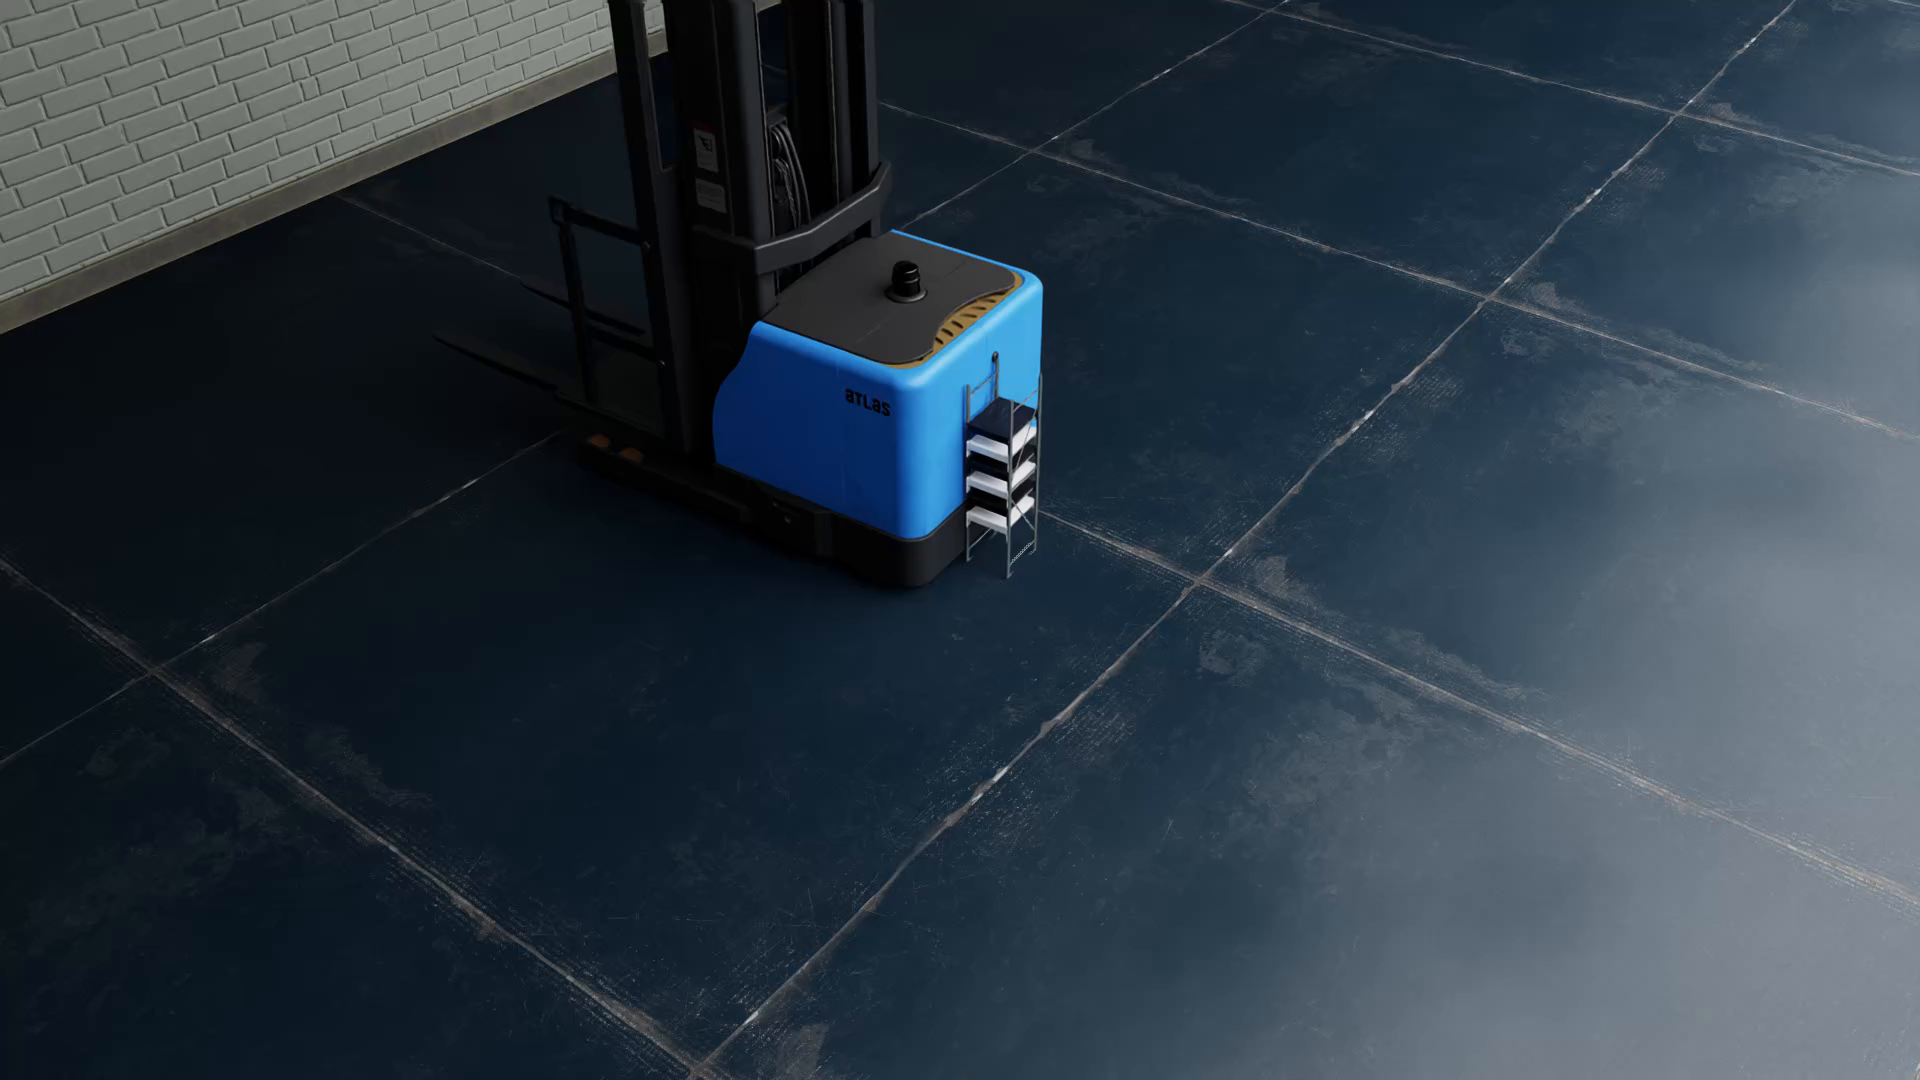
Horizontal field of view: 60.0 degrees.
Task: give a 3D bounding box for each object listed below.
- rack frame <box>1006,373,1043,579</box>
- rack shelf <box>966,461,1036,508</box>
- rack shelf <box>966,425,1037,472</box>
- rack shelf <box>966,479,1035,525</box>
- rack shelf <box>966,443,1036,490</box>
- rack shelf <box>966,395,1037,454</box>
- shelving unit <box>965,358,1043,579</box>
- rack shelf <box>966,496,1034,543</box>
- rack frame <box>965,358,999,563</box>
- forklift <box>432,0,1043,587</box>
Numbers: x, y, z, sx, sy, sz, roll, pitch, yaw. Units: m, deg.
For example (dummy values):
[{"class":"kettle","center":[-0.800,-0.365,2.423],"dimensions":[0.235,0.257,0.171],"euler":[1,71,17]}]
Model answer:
[{"class":"rack frame","center":[0.262,-0.250,6.840],"dimensions":[0.006,0.900,0.240],"euler":[22,43,25]},{"class":"rack shelf","center":[0.177,-0.258,6.904],"dimensions":[0.200,0.077,0.258],"euler":[22,43,25]},{"class":"rack shelf","center":[0.177,-0.400,6.793],"dimensions":[0.200,0.077,0.258],"euler":[22,43,25]},{"class":"rack shelf","center":[0.177,-0.187,6.959],"dimensions":[0.200,0.077,0.258],"euler":[22,43,25]},{"class":"rack shelf","center":[0.177,-0.329,6.848],"dimensions":[0.200,0.077,0.258],"euler":[22,43,25]},{"class":"rack shelf","center":[0.177,-0.471,6.737],"dimensions":[0.200,0.077,0.258],"euler":[22,43,25]},{"class":"shelving unit","center":[0.177,-0.284,6.883],"dimensions":[0.210,0.900,0.258],"euler":[22,43,25]},{"class":"rack shelf","center":[0.177,-0.116,7.015],"dimensions":[0.200,0.077,0.258],"euler":[22,43,25]},{"class":"rack frame","center":[0.091,-0.318,6.927],"dimensions":[0.006,0.900,0.240],"euler":[22,43,25]},{"class":"forklift","center":[-1.154,-1.659,6.991],"dimensions":[3.031,2.935,1.130],"euler":[22,43,25]}]
